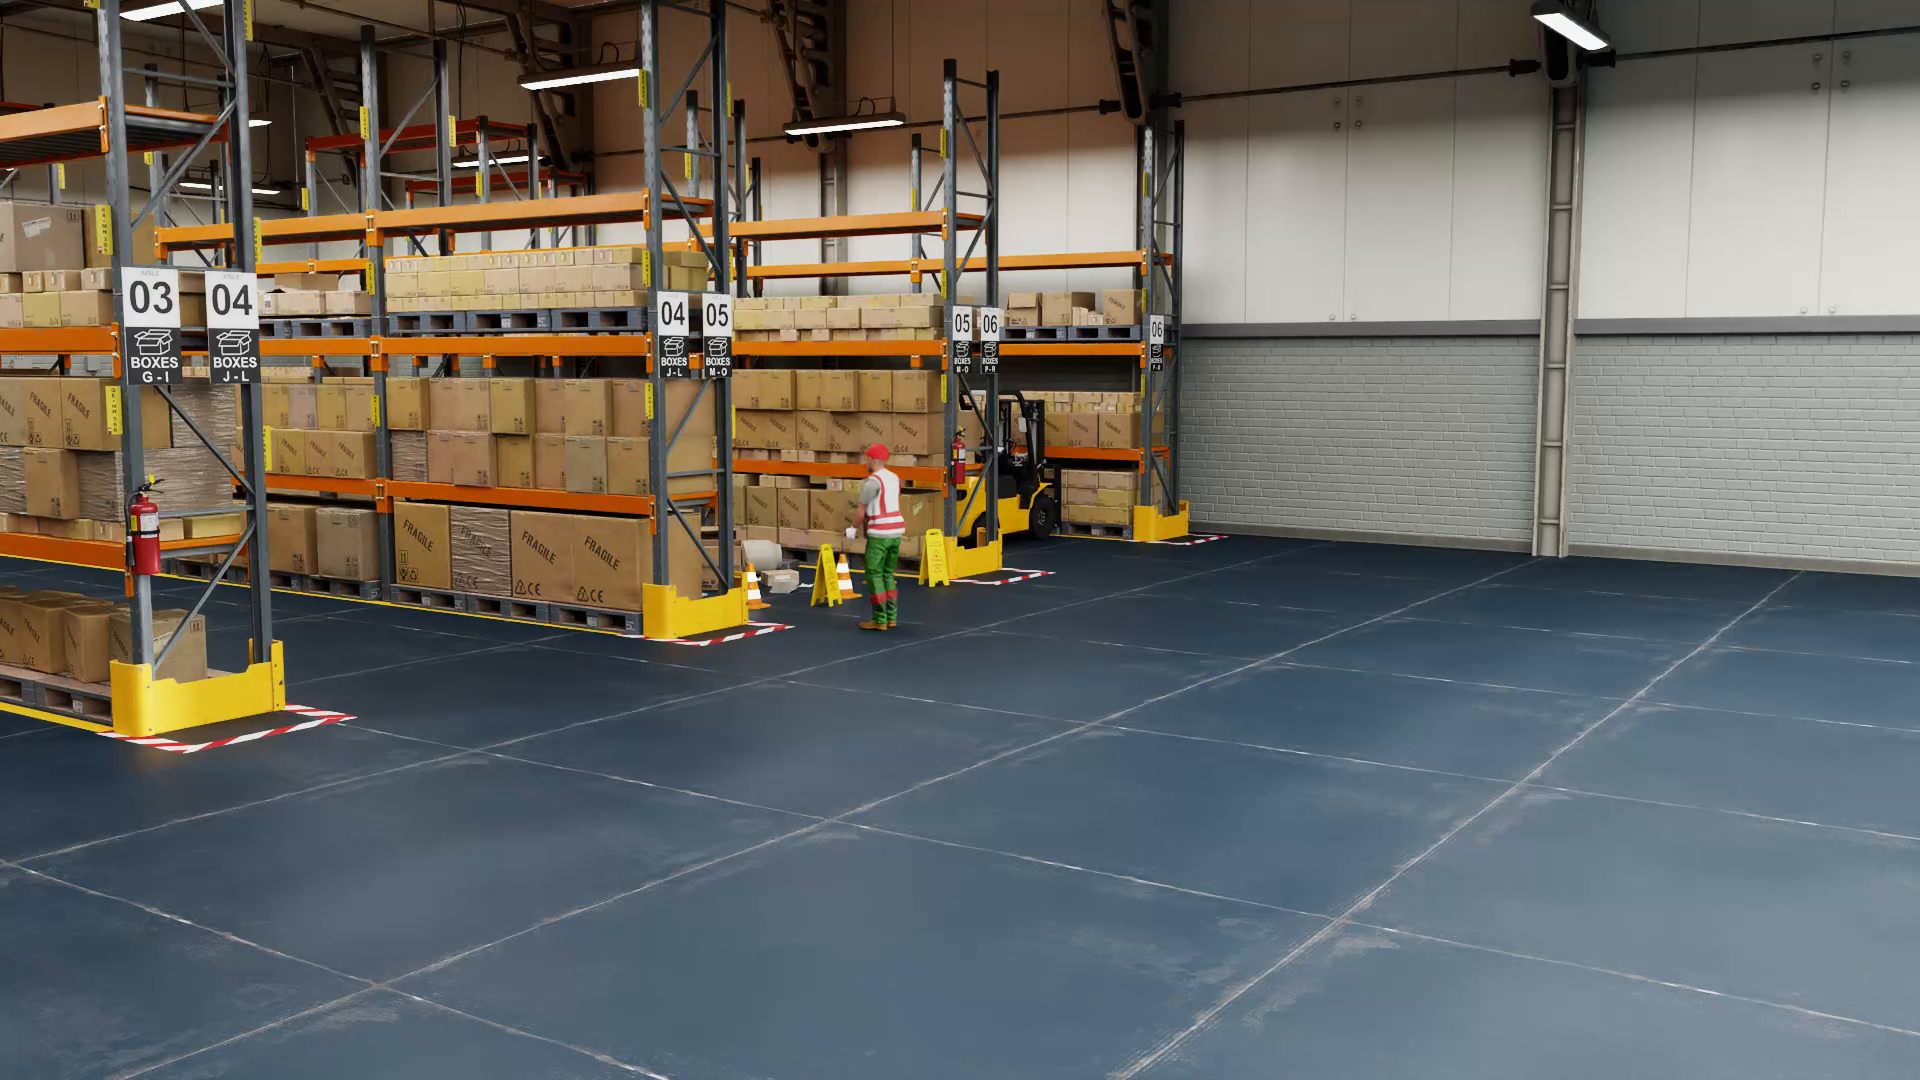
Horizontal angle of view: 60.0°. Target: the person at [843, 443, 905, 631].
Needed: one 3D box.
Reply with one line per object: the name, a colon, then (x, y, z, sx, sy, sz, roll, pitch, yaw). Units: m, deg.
person: (-0.825, -0.040, 16.008, 0.564, 1.781, 0.495, 4, 7, 32)
